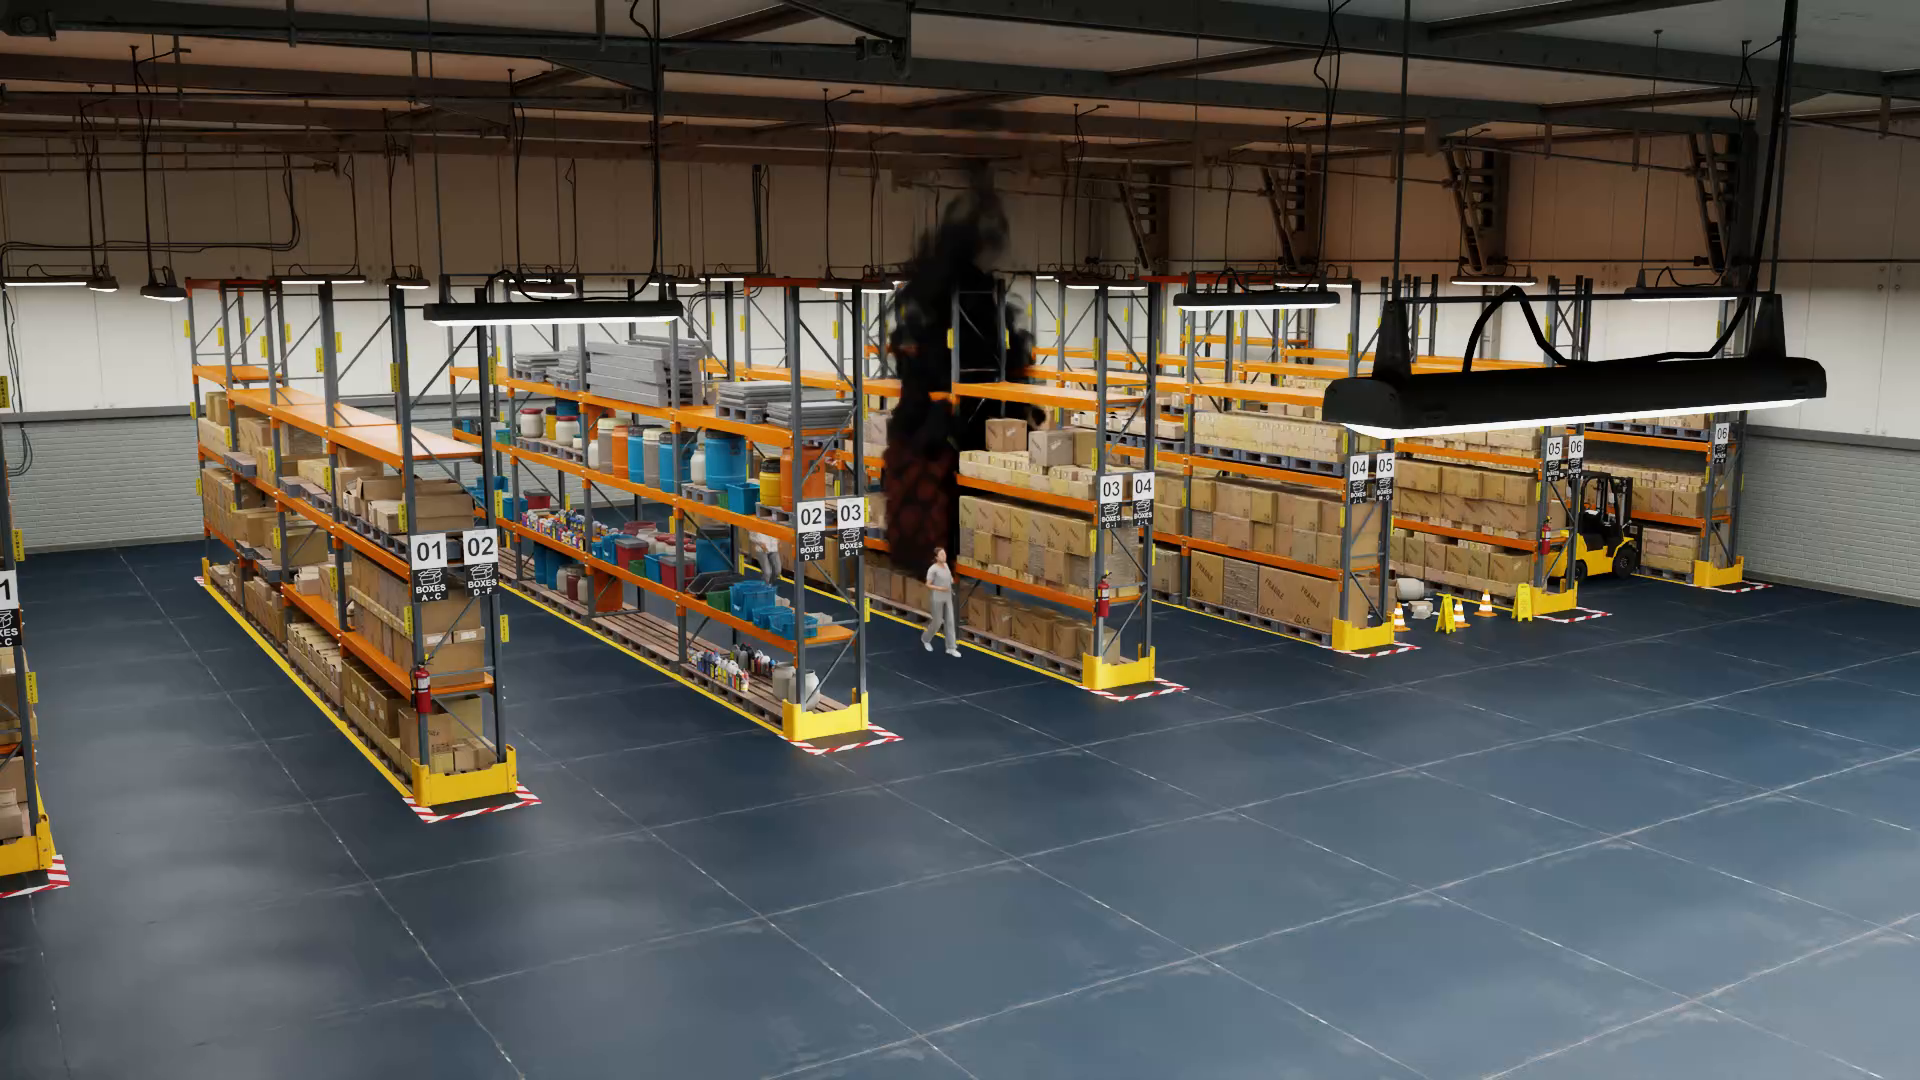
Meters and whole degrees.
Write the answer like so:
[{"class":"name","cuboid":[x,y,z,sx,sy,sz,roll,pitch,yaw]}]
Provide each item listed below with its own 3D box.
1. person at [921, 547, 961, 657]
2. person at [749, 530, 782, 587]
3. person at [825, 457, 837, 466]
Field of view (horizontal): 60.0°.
[{"class":"person","cuboid":[-0.287,0.933,25.624,0.568,1.668,0.856,-9,13,-42]},{"class":"person","cuboid":[-3.453,0.193,29.914,0.638,1.750,0.538,-7,12,-36]},{"class":"person","cuboid":[-3.161,-1.374,41.046,0.707,1.739,0.717,8,12,38]}]
